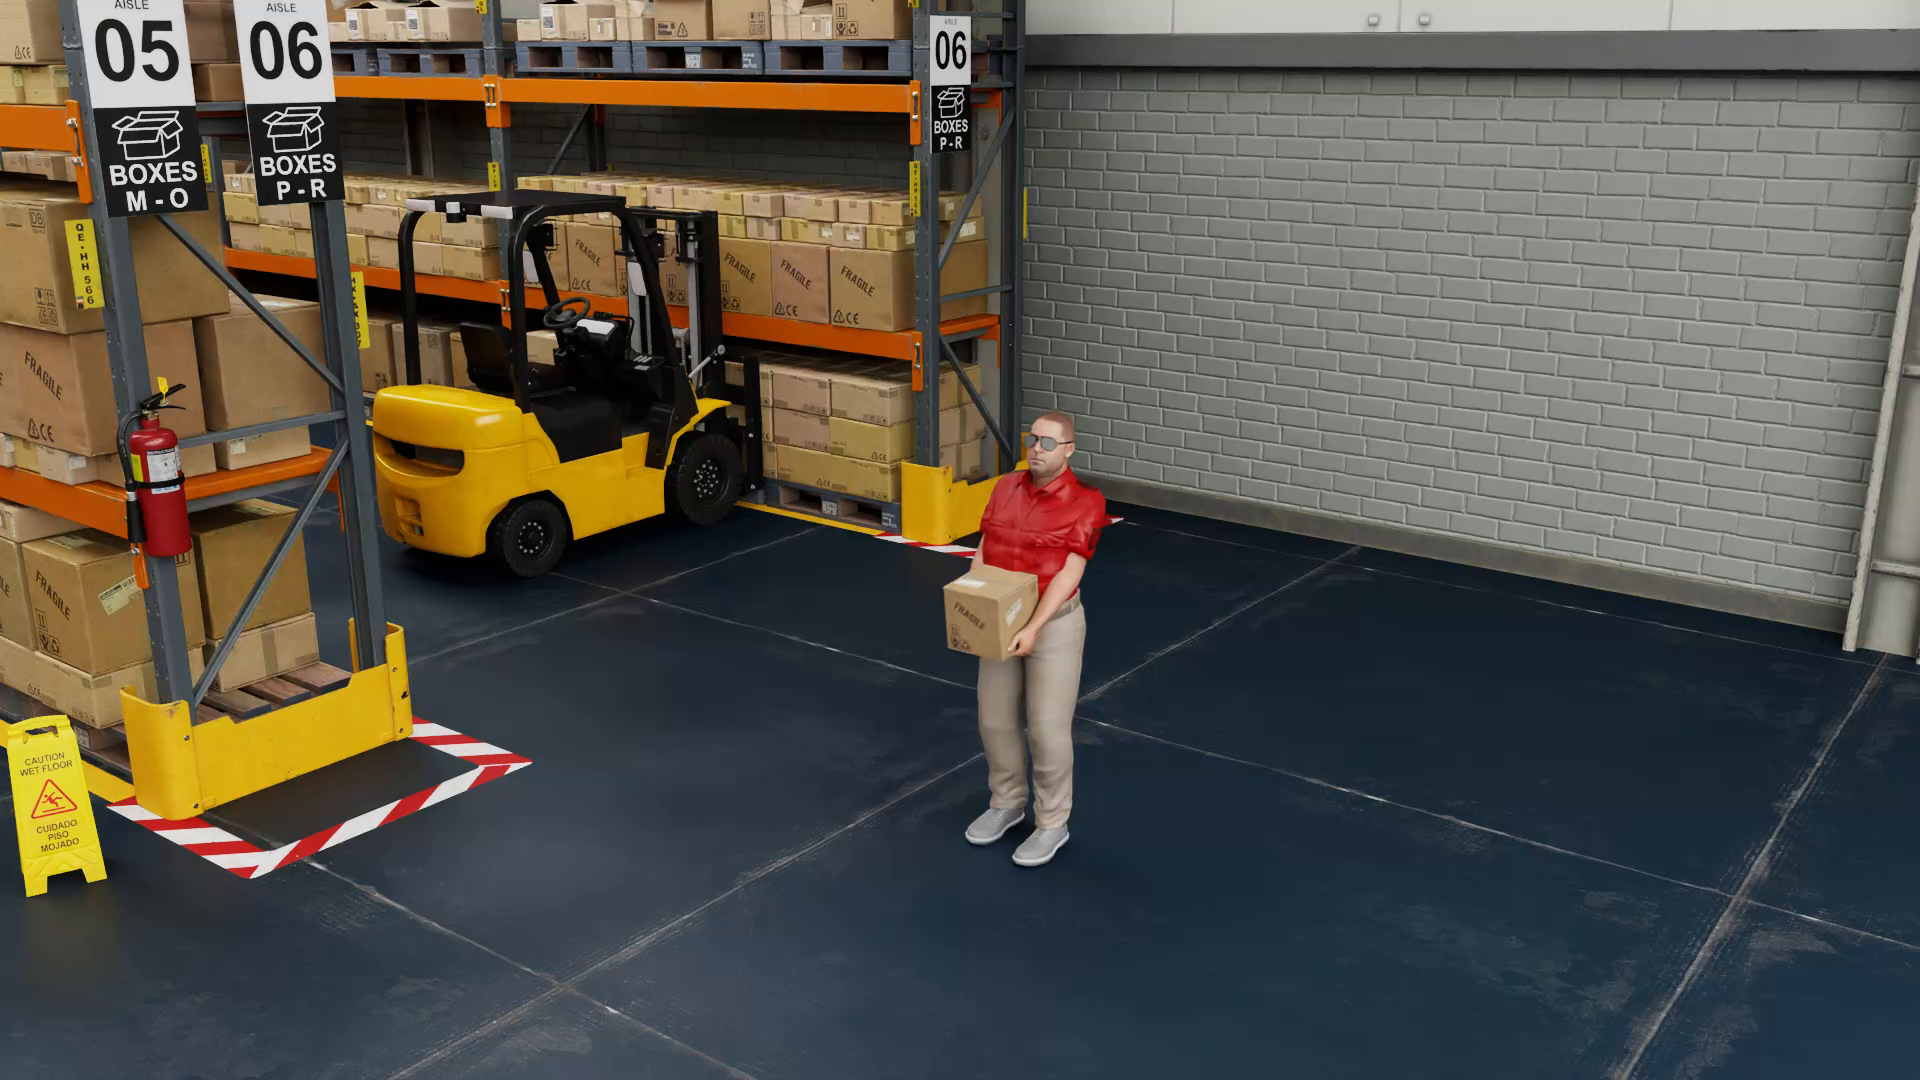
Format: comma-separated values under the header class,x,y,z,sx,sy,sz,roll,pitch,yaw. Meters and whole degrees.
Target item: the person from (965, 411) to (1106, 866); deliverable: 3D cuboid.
class,x,y,z,sx,sy,sz,roll,pitch,yaw
person,0.239,0.381,6.294,0.494,1.713,0.529,12,20,35
